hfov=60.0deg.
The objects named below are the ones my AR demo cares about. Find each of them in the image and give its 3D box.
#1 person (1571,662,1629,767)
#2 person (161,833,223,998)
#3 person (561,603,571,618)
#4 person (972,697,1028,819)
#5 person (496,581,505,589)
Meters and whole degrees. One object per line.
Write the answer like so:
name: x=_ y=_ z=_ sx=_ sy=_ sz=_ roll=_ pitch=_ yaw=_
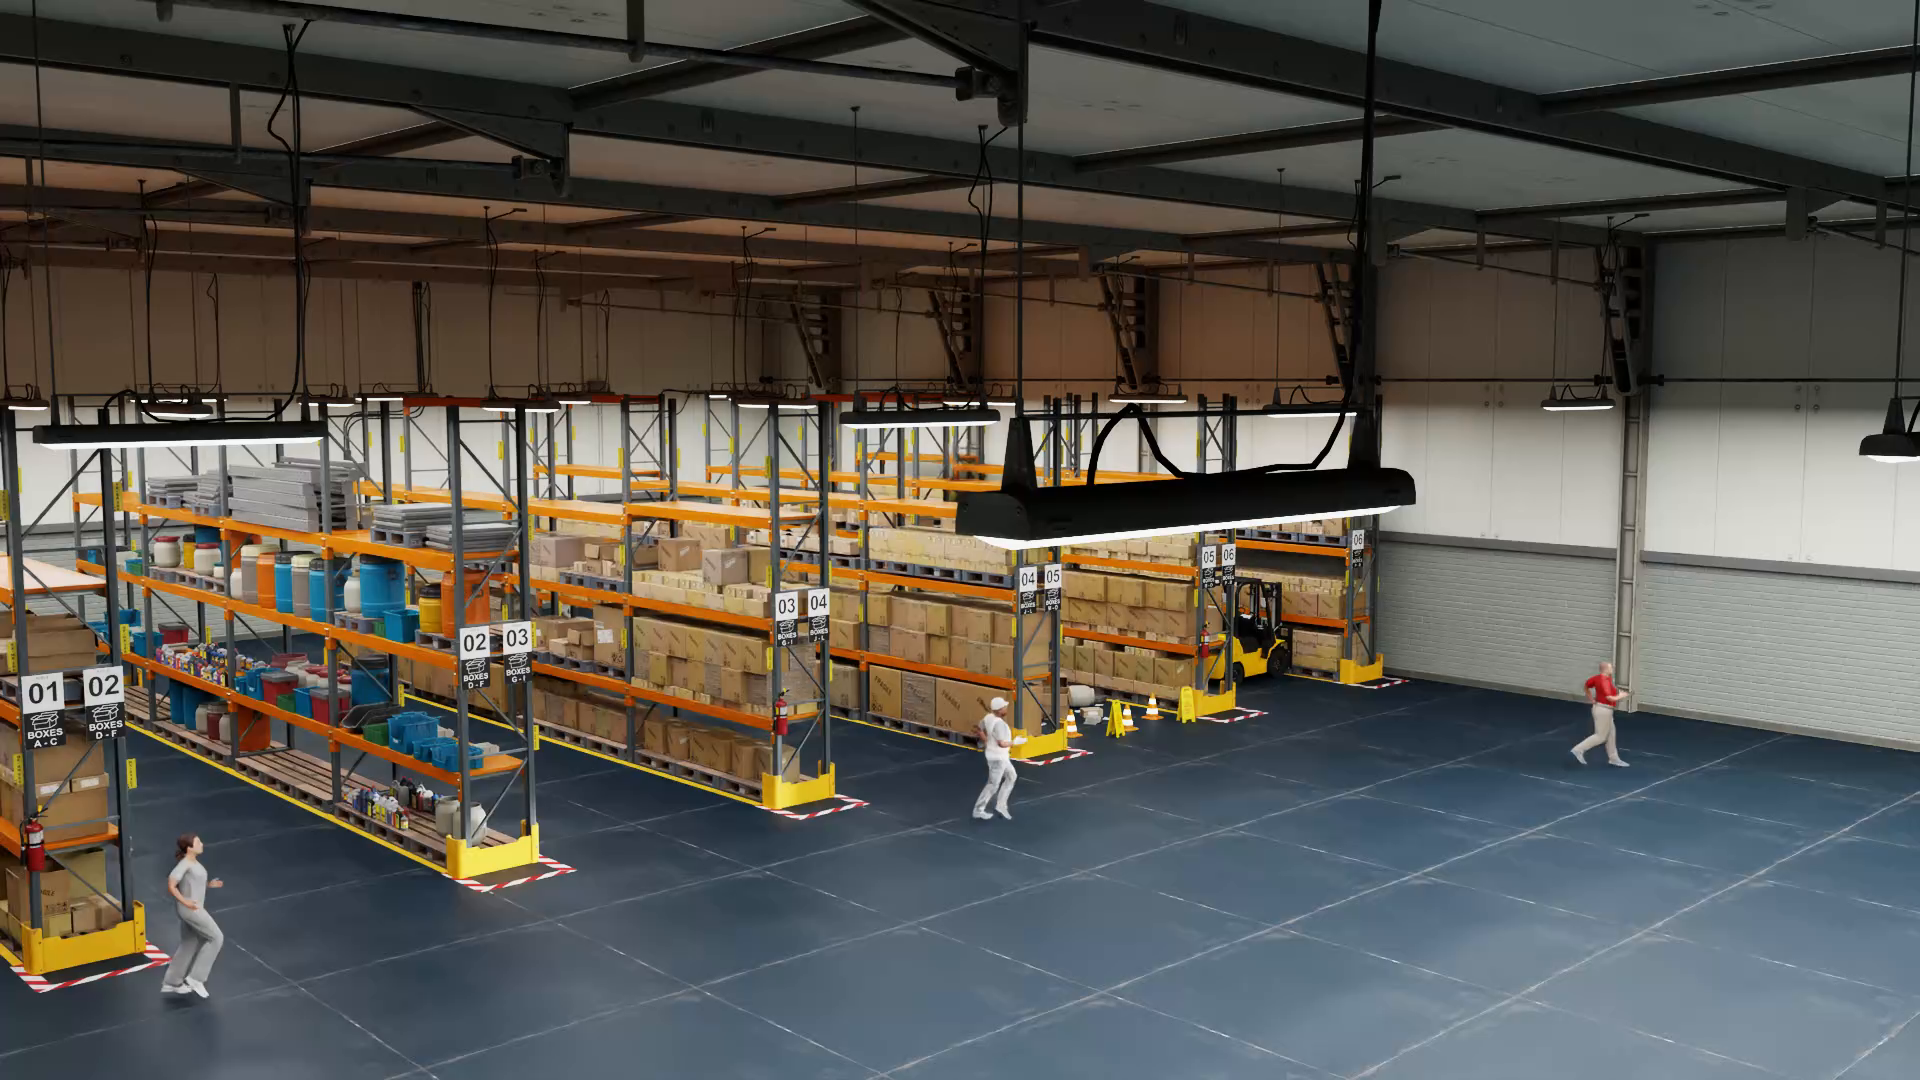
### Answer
person: x=10.443 y=2.835 z=27.073 sx=0.950 sy=1.722 sz=0.682 roll=1 pitch=6 yaw=7
person: x=-7.931 y=3.858 z=17.160 sx=0.626 sy=1.692 sz=0.555 roll=-3 pitch=6 yaw=-24
person: x=-9.762 y=1.468 z=41.336 sx=0.614 sy=1.748 sz=0.670 roll=-4 pitch=7 yaw=-39
person: x=0.563 y=3.149 z=23.823 sx=0.783 sy=1.817 sz=0.626 roll=0 pitch=6 yaw=-5
person: x=-11.156 y=1.721 z=39.888 sx=0.613 sy=1.494 sz=0.551 roll=4 pitch=7 yaw=39
